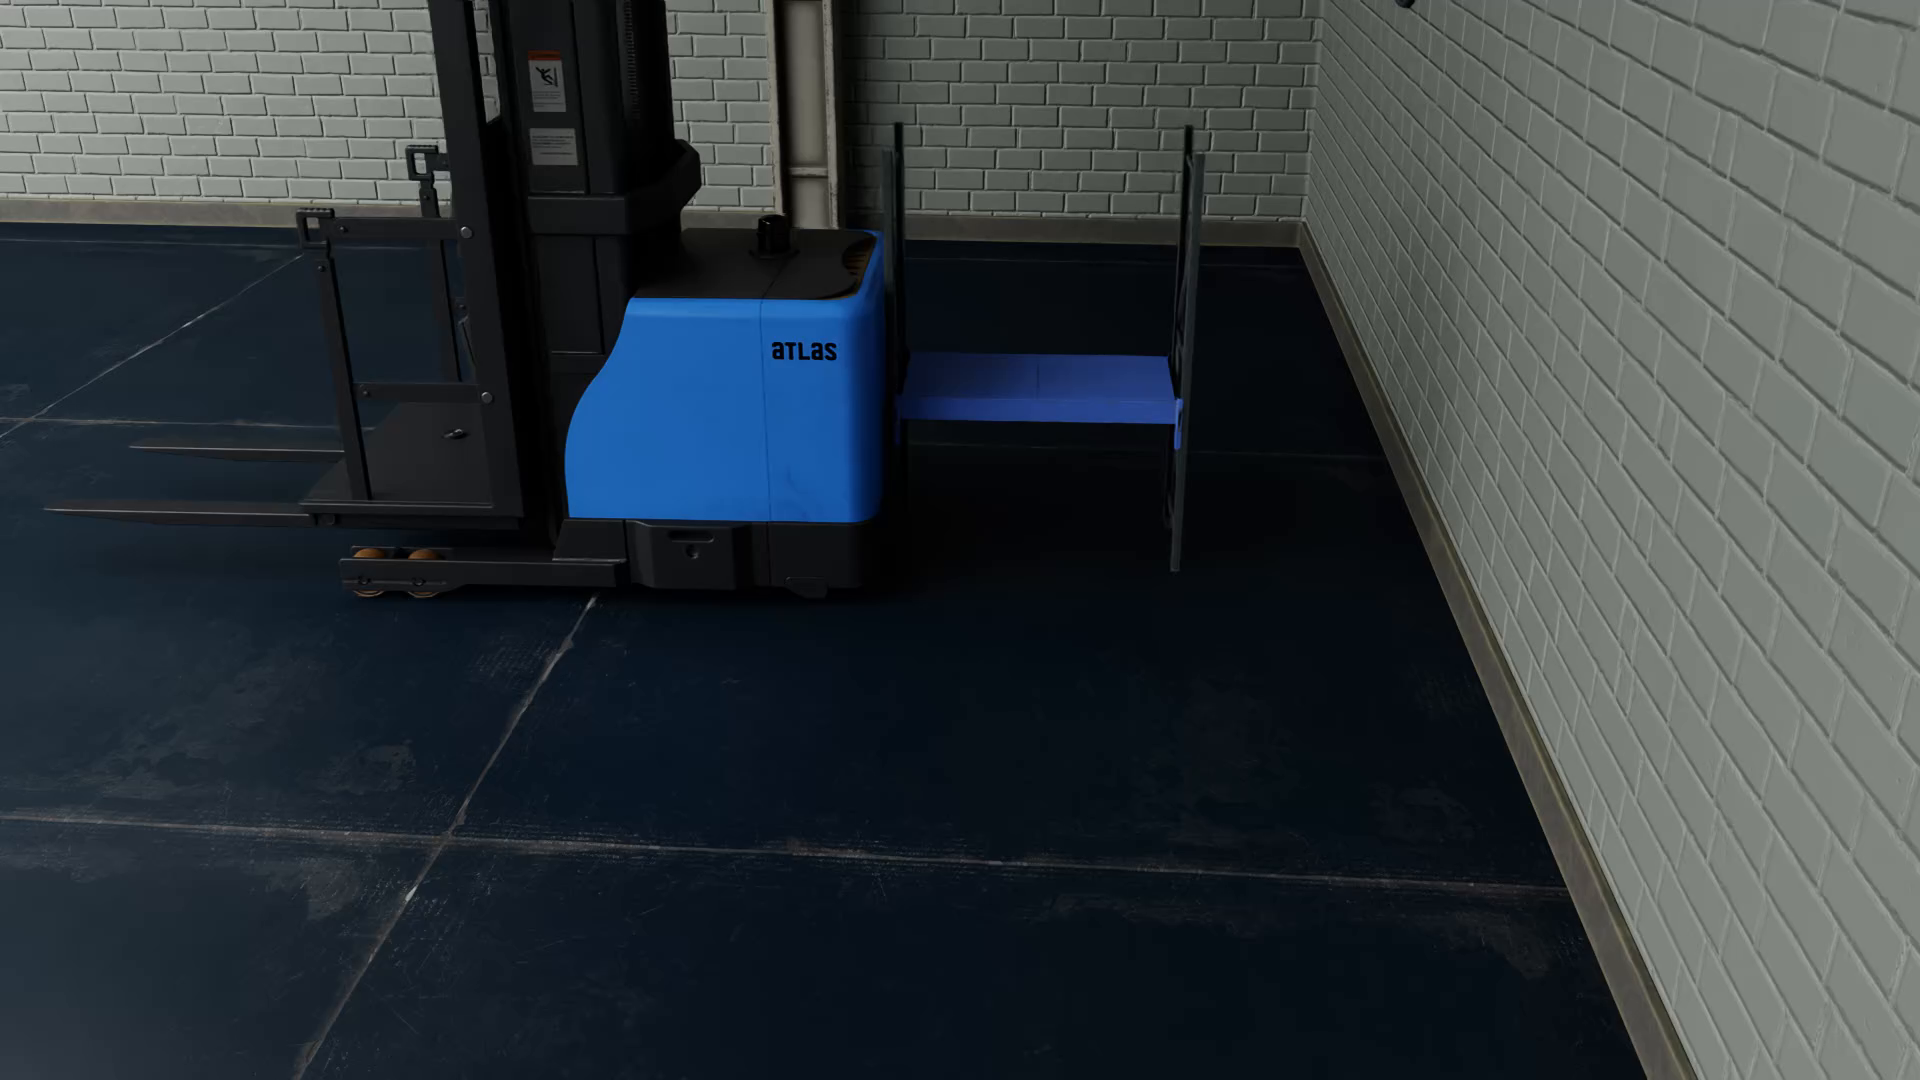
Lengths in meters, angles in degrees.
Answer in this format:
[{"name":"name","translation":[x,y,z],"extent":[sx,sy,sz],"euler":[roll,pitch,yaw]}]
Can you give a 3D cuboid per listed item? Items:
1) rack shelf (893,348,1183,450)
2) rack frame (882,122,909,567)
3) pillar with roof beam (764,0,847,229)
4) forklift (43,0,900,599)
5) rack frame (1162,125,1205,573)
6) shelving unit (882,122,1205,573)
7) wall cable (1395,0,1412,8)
[{"name":"rack shelf","translation":[0.281,-0.515,6.006],"extent":[1.000,0.185,0.538],"euler":[1,25,3]},{"name":"rack frame","translation":[-0.227,-0.689,5.954],"extent":[0.032,1.500,0.500],"euler":[1,25,3]},{"name":"pillar with roof beam","translation":[-1.240,-4.120,4.439],"extent":[0.400,9.000,9.100],"euler":[2,25,4]},{"name":"forklift","translation":[-1.759,-1.347,5.672],"extent":[3.031,2.935,1.130],"euler":[1,25,3]},{"name":"rack frame","translation":[0.789,-0.668,5.908],"extent":[0.032,1.500,0.500],"euler":[1,25,3]},{"name":"shelving unit","translation":[0.281,-0.679,5.931],"extent":[1.048,1.500,0.538],"euler":[1,25,3]},{"name":"wall cable","translation":[1.926,-3.858,7.584],"extent":[0.112,2.526,3.097],"euler":[2,25,4]}]
